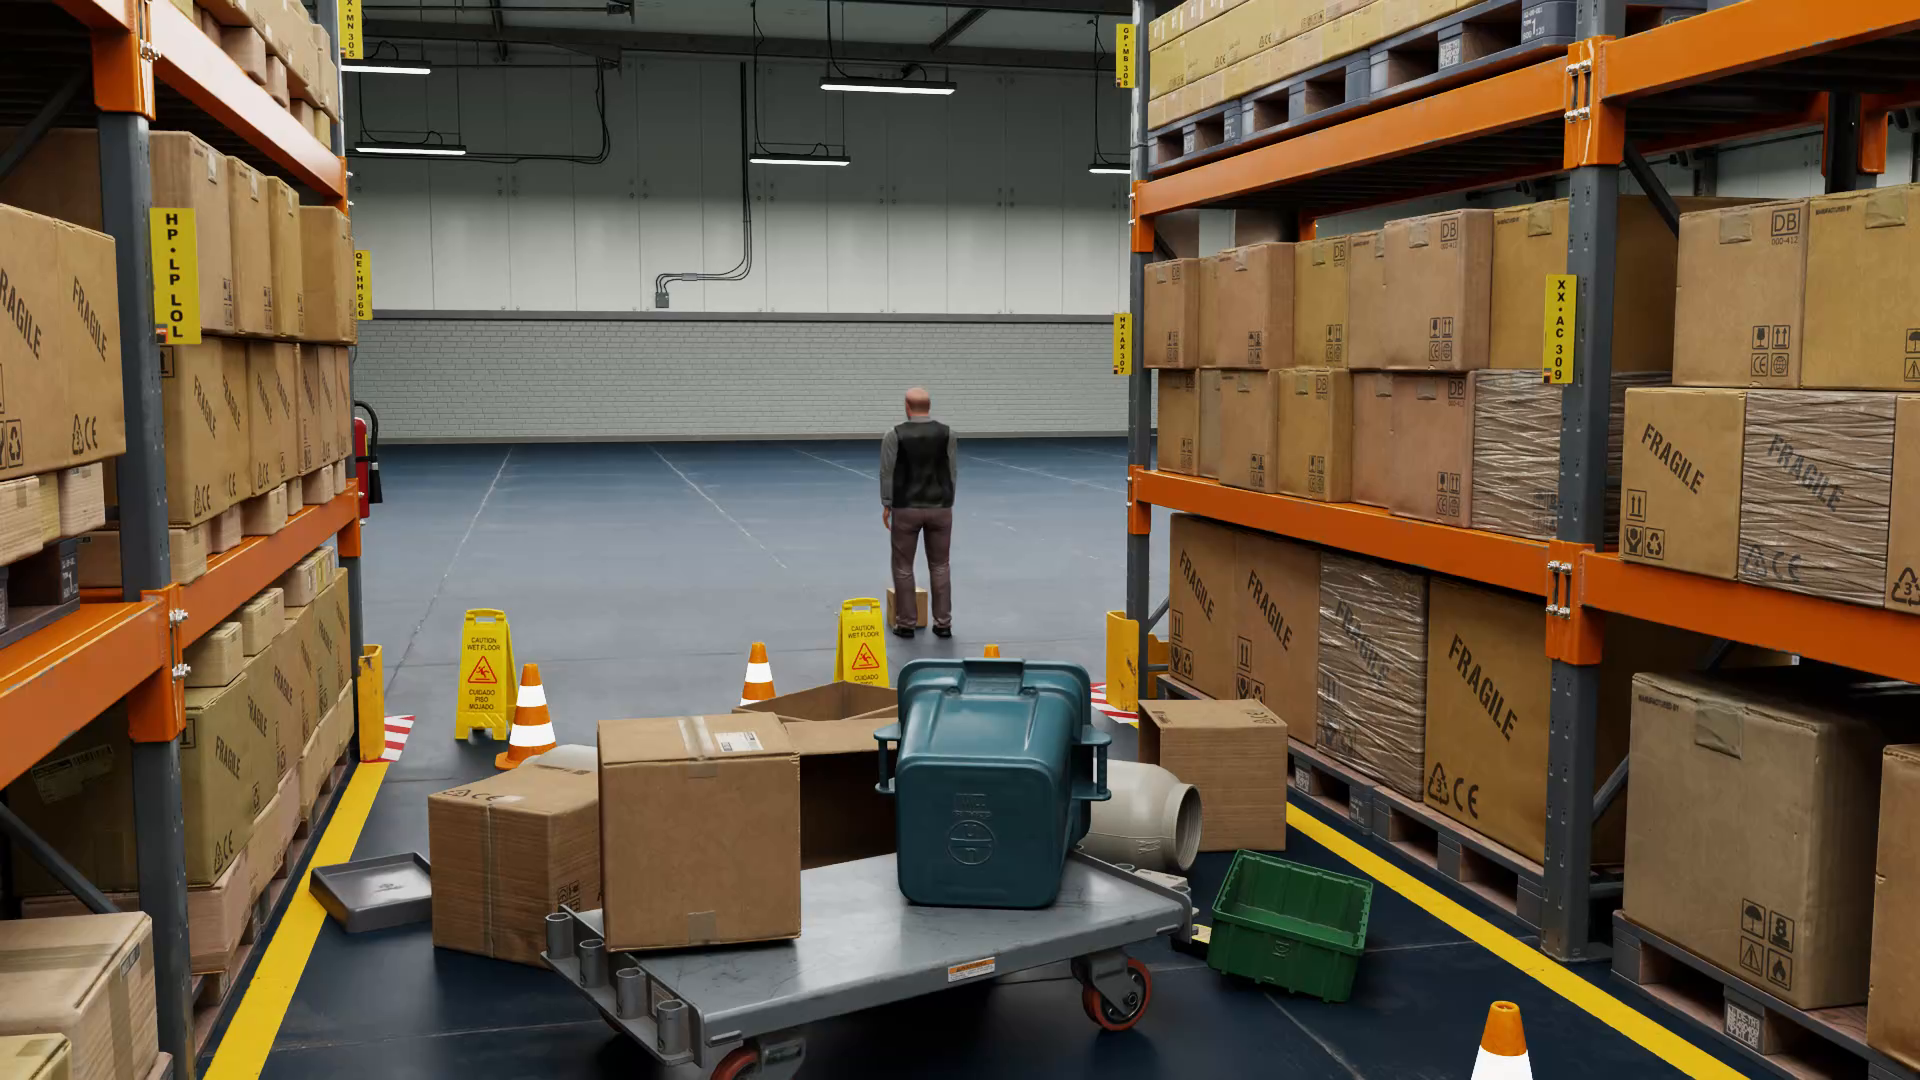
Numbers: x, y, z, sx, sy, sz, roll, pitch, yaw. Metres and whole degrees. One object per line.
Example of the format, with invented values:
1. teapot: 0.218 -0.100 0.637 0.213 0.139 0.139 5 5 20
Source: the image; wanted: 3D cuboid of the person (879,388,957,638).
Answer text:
1. person: -0.287 -0.186 11.410 0.538 1.710 0.358 -1 6 -13
